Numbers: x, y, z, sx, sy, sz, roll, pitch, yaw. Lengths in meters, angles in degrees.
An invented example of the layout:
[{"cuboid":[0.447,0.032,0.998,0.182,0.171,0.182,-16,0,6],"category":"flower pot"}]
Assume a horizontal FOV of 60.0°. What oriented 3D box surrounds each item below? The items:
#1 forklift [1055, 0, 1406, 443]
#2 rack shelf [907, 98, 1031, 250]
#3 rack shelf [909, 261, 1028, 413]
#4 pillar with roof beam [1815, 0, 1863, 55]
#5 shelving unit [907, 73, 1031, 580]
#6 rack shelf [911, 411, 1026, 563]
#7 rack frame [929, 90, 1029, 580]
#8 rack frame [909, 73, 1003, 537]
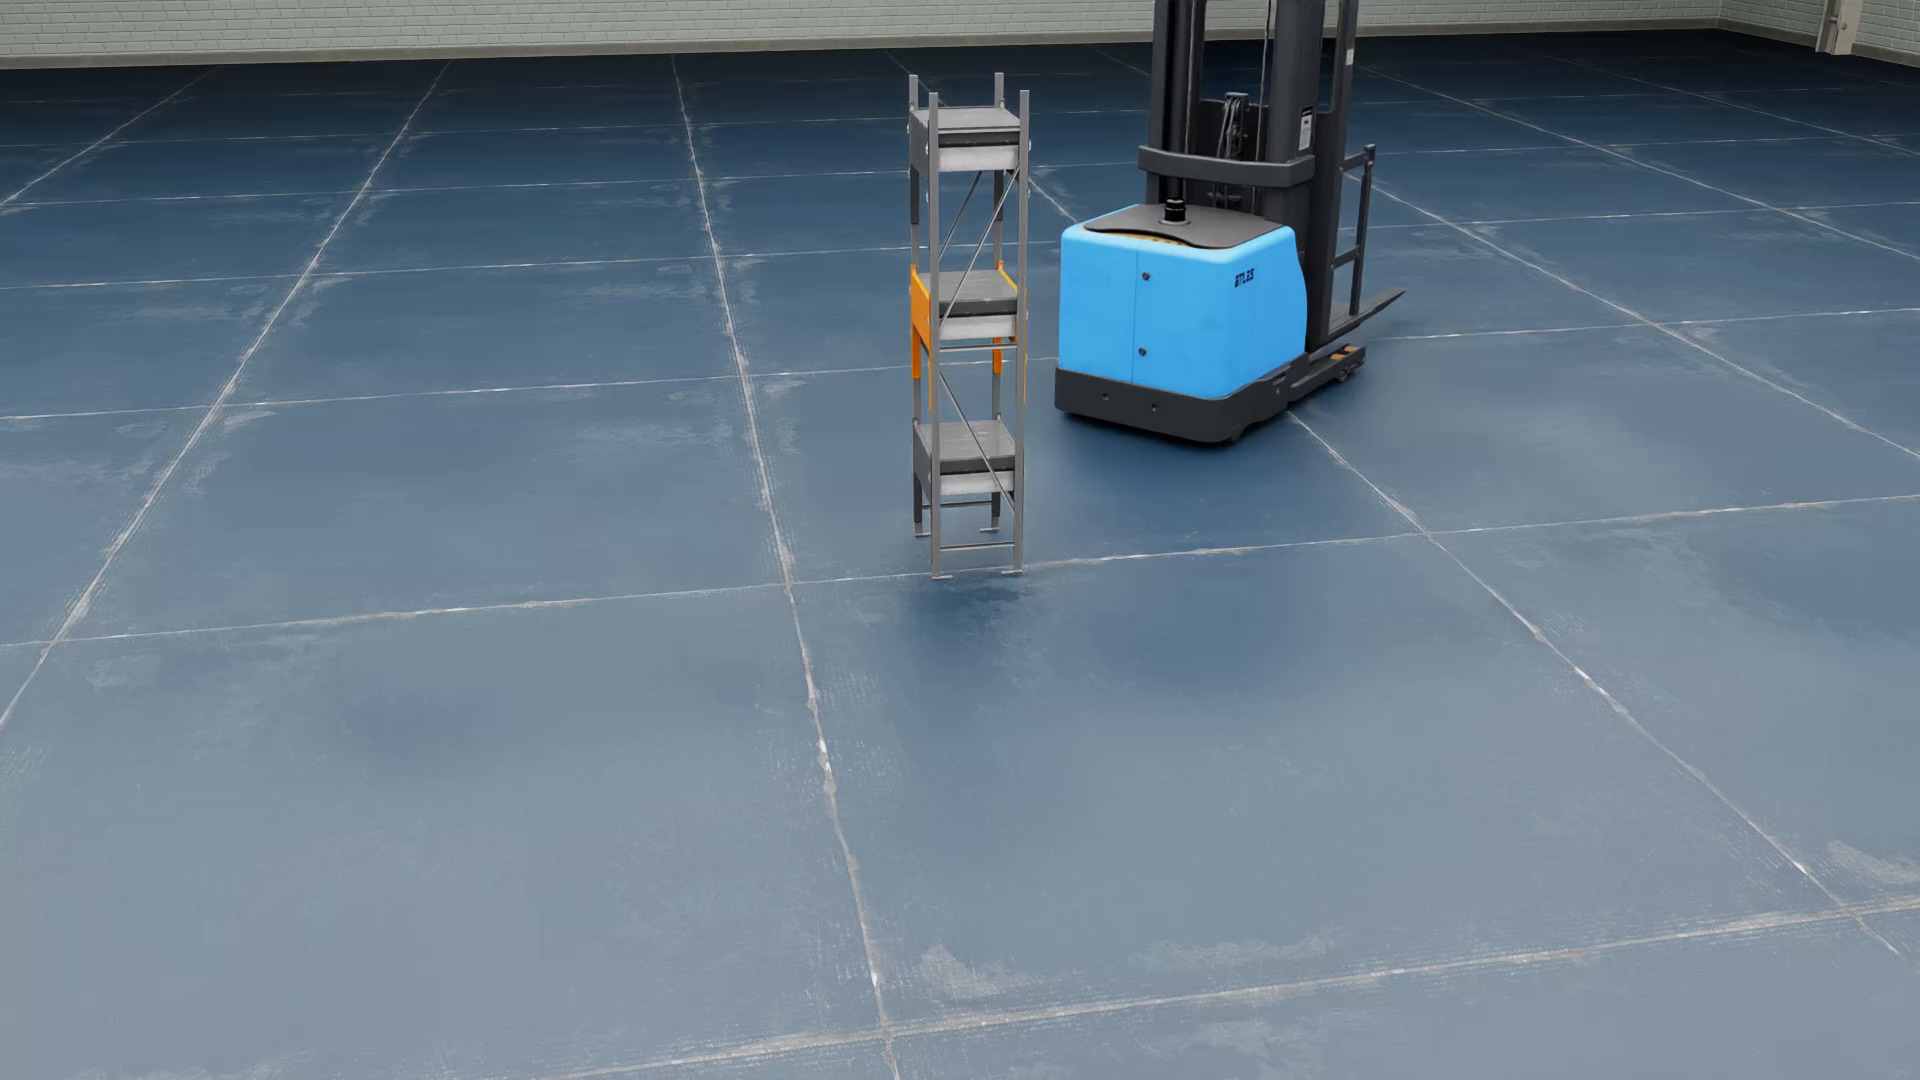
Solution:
[{"cuboid":[1.795,-2.386,9.551,1.130,2.935,3.031,16,28,32],"category":"forklift"},{"cuboid":[0.031,-1.526,6.906,0.431,0.518,0.480,-4,24,-10],"category":"rack shelf"},{"cuboid":[0.031,-0.885,7.186,0.431,0.518,0.480,-4,24,-10],"category":"rack shelf"},{"cuboid":[8.145,-10.710,21.029,9.100,9.000,0.400,-4,24,-10],"category":"pillar with roof beam"},{"cuboid":[0.031,-0.897,7.181,0.431,2.100,0.503,-4,24,-10],"category":"shelving unit"},{"cuboid":[0.031,-0.243,7.466,0.431,0.518,0.480,-4,24,-10],"category":"rack shelf"},{"cuboid":[0.076,-0.801,6.961,0.400,2.100,0.015,-4,24,-10],"category":"rack frame"},{"cuboid":[-0.015,-0.993,7.400,0.400,2.100,0.015,-4,24,-10],"category":"rack frame"}]
